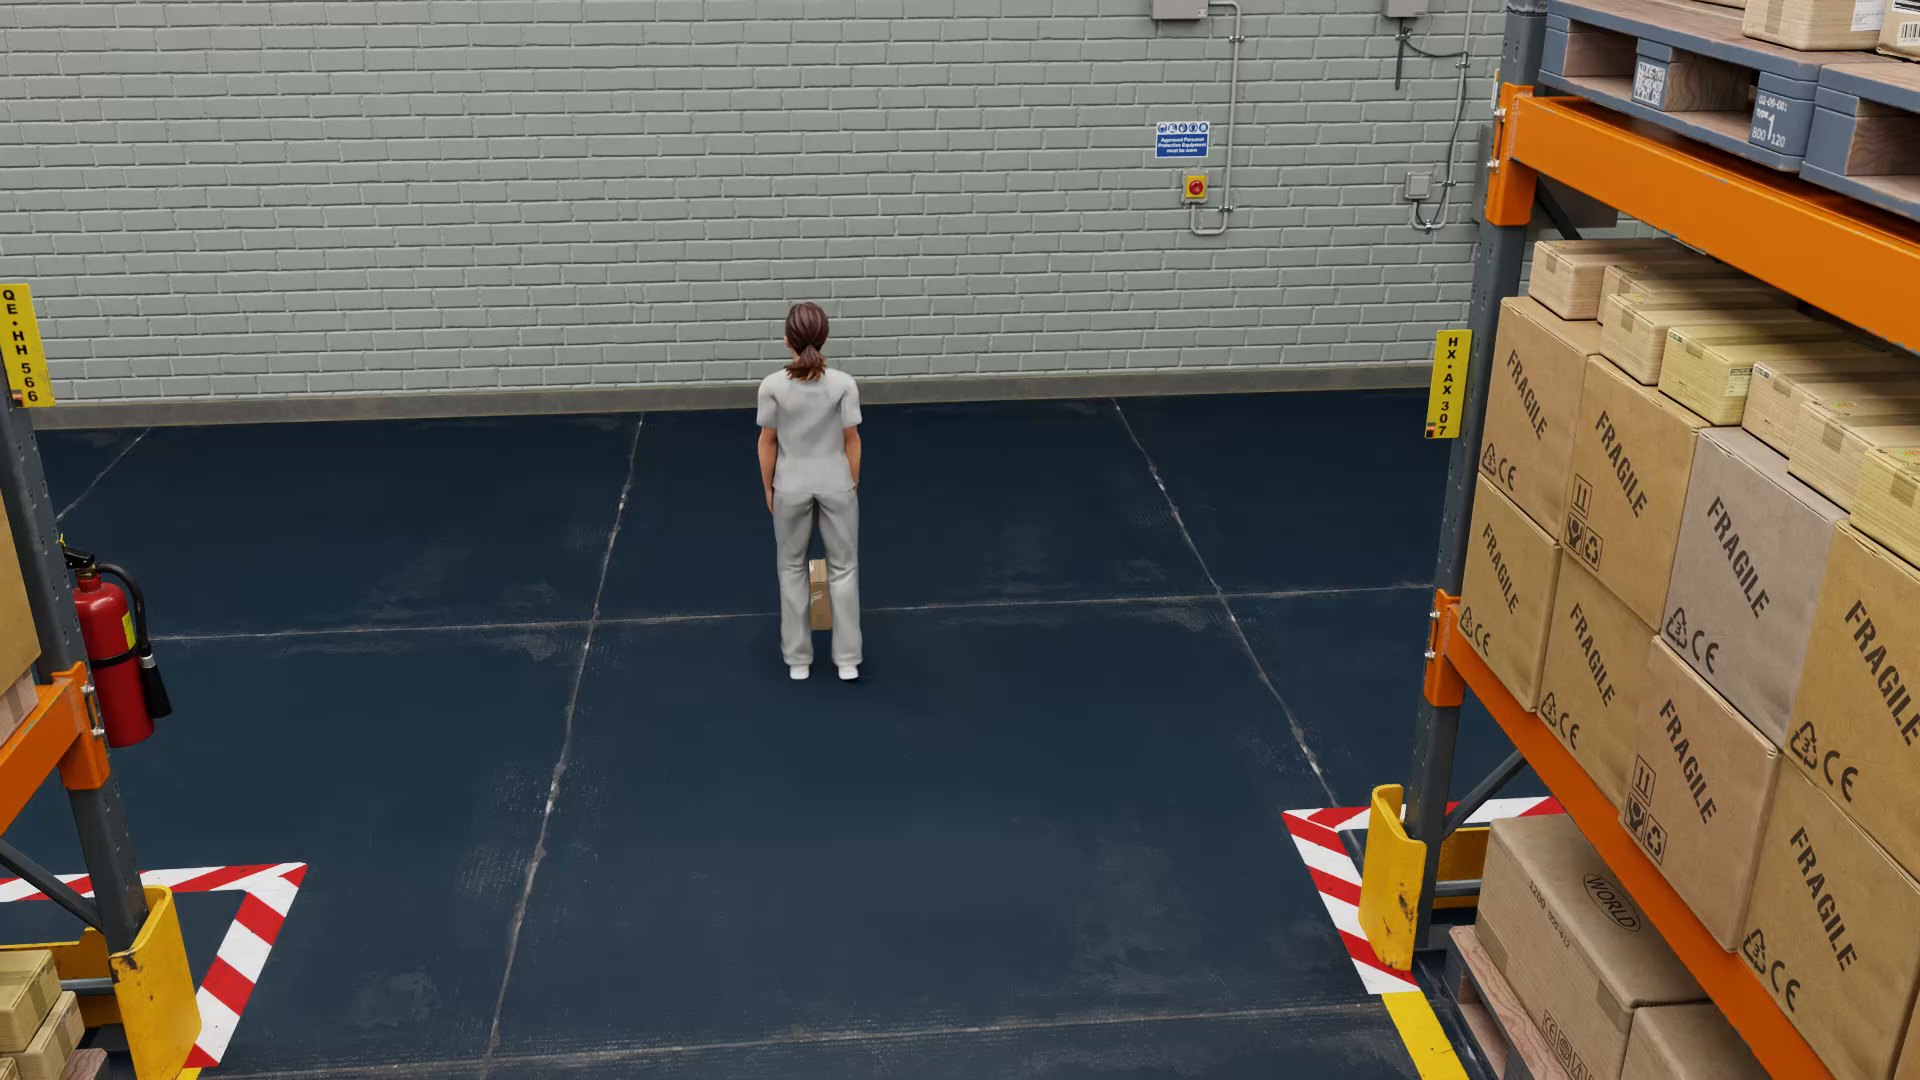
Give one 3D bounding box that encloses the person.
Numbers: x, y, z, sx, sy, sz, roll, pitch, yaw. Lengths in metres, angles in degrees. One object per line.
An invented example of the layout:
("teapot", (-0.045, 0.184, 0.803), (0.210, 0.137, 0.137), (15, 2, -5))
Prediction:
("person", (-0.626, -0.190, 7.052), (0.437, 1.674, 0.364), (-2, 24, -4))
